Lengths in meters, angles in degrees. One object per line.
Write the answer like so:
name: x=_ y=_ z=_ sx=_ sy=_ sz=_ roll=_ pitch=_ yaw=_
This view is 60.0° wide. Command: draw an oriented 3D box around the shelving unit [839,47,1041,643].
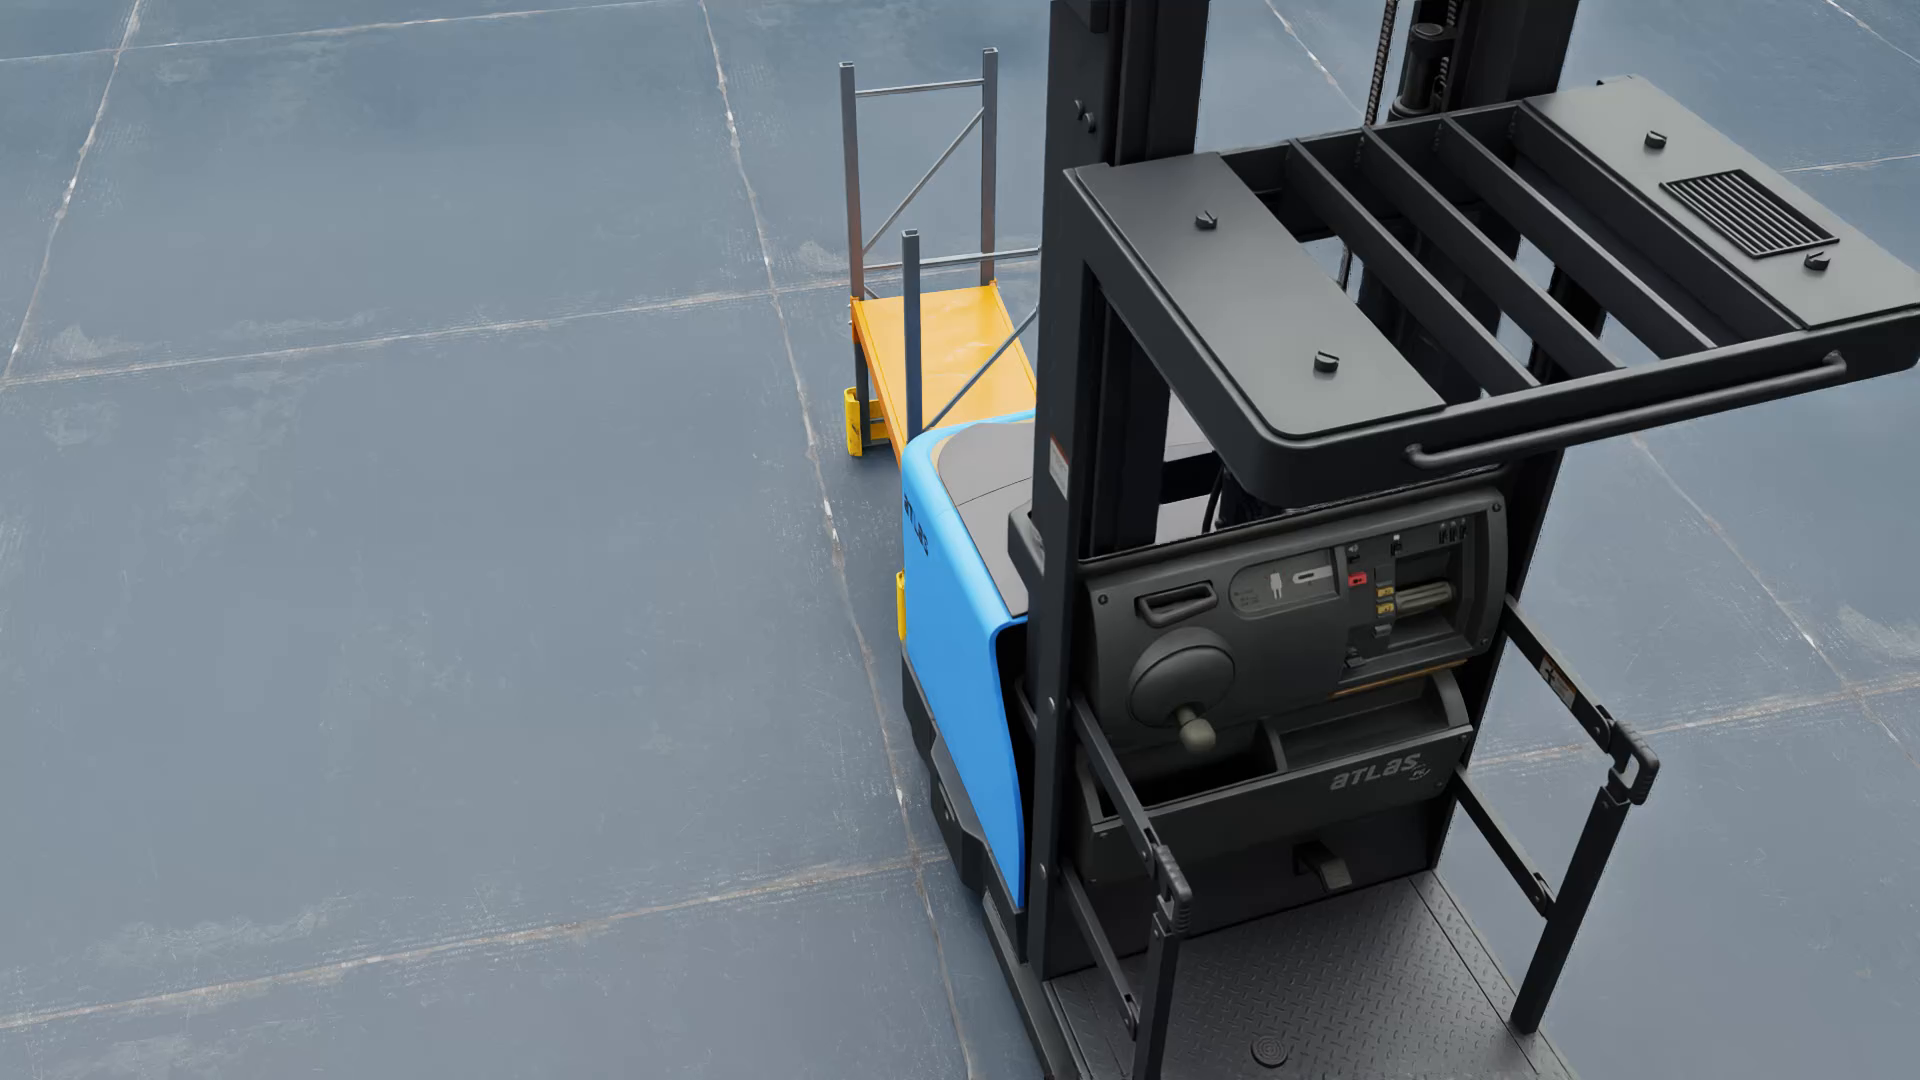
shelving unit: x=-0.016 y=-0.610 z=5.308 sx=0.587 sy=1.500 sz=1.083 roll=-8 pitch=42 yaw=-9

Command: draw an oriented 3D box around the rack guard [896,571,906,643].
rack guard: x=0.091 y=0.180 z=5.359 sx=0.587 sy=0.250 sz=0.087 roll=-8 pitch=42 yaw=-9

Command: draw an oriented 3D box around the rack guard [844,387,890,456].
rack guard: x=-0.124 y=-0.466 z=6.086 sx=0.587 sy=0.250 sz=0.087 roll=-8 pitch=42 yaw=-9

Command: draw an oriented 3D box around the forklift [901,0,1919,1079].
forklift: x=0.774 y=0.252 z=3.259 sx=1.130 sy=2.935 sz=3.031 roll=-12 pitch=43 yaw=-14

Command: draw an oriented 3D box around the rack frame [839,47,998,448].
rack frame: x=-0.128 y=-0.946 z=5.686 sx=0.500 sy=1.500 sz=0.032 roll=-8 pitch=42 yaw=-9

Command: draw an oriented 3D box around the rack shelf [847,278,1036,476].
rack shelf: x=-0.018 y=-0.482 z=5.434 sx=0.538 sy=0.185 sz=1.000 roll=-8 pitch=42 yaw=-9

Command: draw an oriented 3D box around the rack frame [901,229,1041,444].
rack frame: x=0.091 y=-0.287 z=4.943 sx=0.500 sy=1.500 sz=0.032 roll=-8 pitch=42 yaw=-9
